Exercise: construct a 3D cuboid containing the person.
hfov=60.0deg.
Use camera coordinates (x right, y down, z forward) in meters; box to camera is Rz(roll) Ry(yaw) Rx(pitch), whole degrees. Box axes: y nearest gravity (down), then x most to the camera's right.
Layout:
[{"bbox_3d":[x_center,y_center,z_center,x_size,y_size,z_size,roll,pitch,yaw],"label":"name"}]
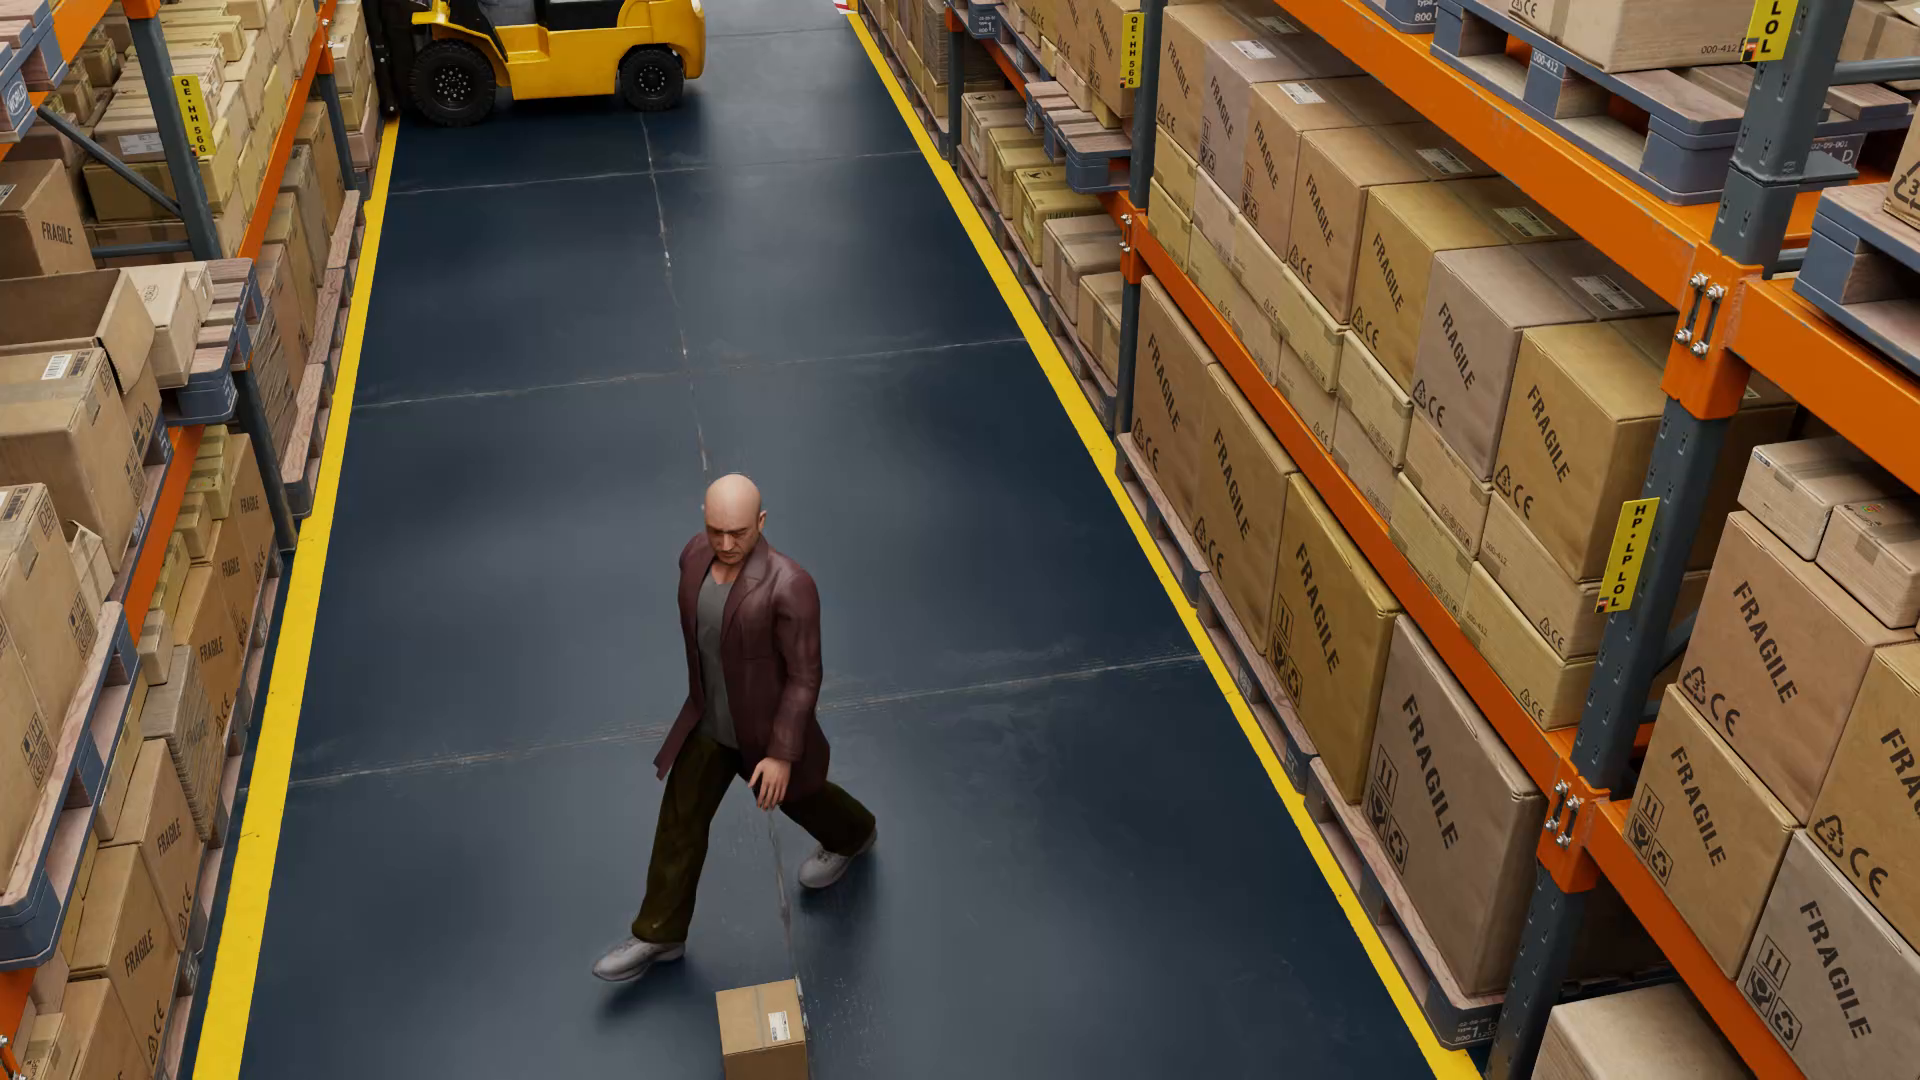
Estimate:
[{"bbox_3d":[-0.736,0.601,5.291,0.619,1.719,1.115,19,38,26],"label":"person"}]
